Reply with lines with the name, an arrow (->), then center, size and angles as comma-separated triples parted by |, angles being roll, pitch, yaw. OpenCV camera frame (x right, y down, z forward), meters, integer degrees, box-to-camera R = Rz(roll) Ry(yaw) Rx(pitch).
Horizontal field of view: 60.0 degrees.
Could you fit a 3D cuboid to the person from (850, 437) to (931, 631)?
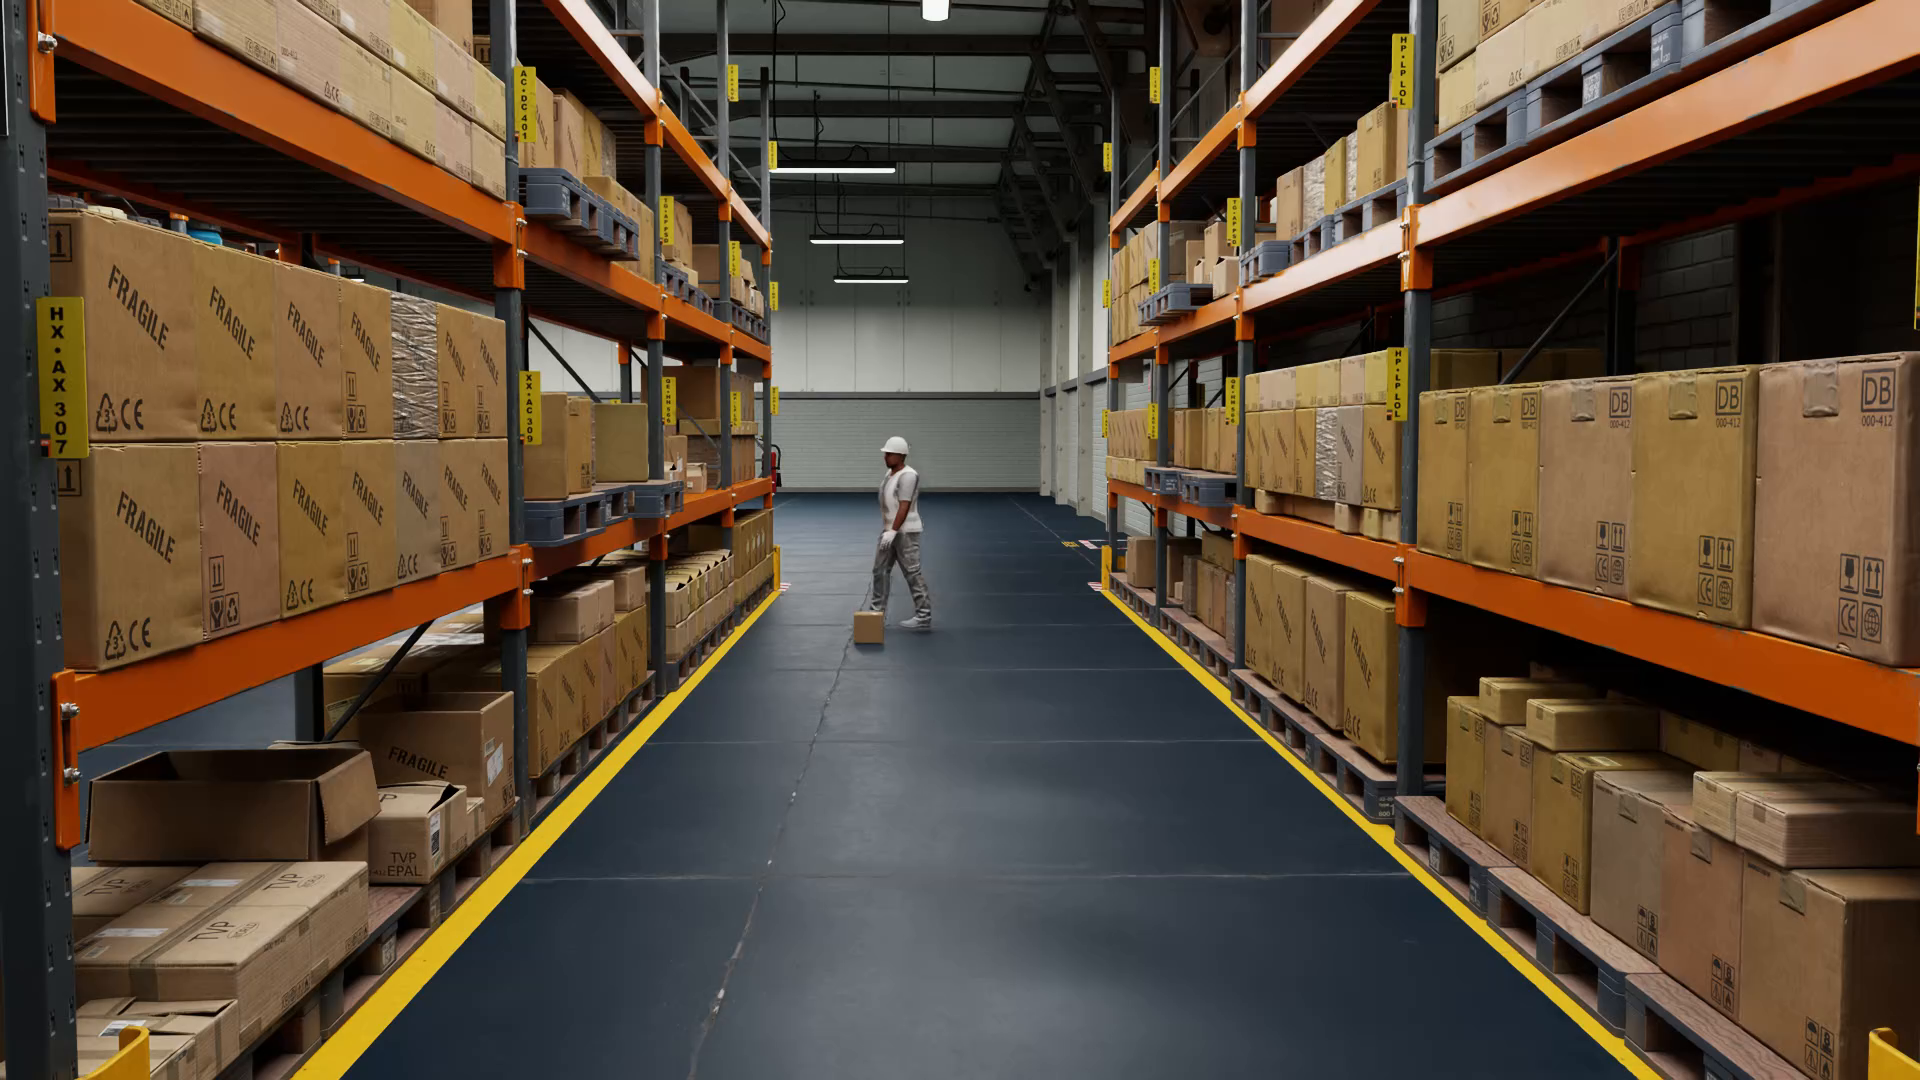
person -> -0.611, -0.047, 15.250 | 0.689, 1.795, 0.596 | -2, 4, -25
